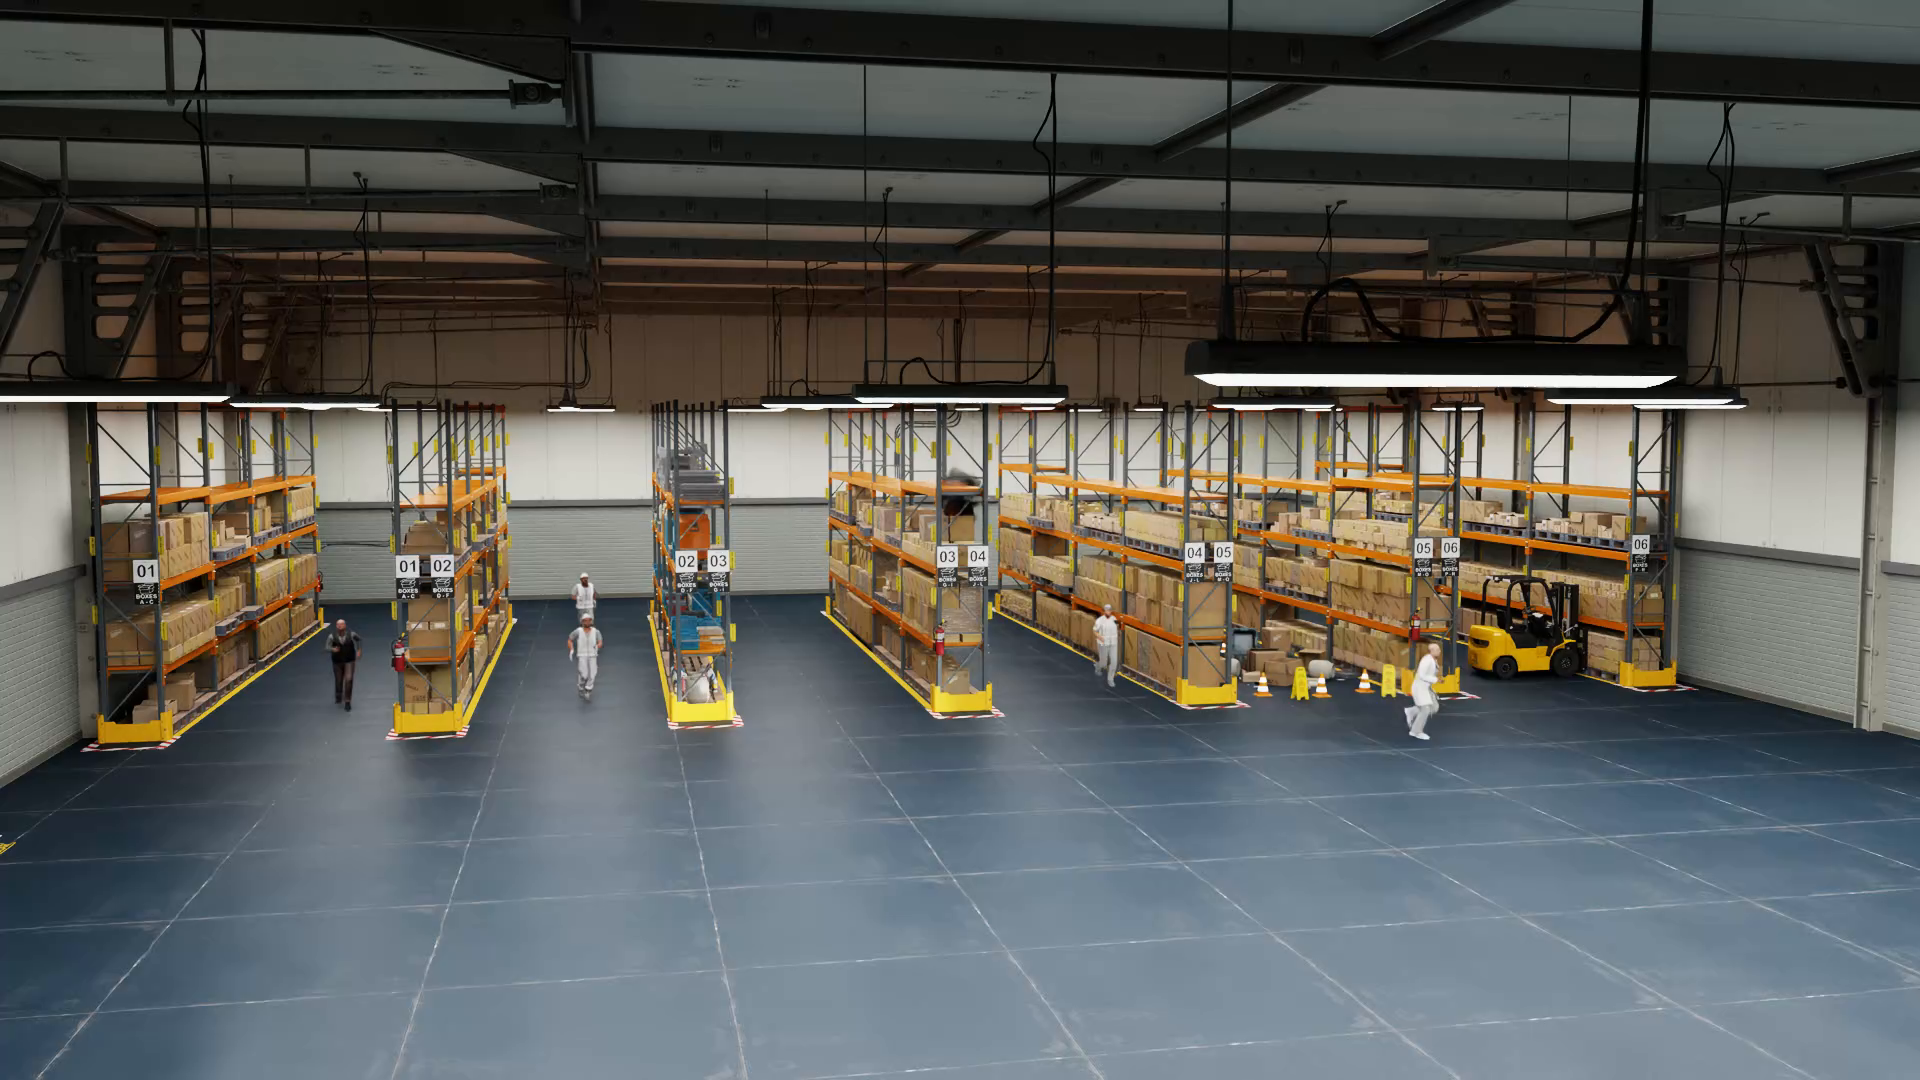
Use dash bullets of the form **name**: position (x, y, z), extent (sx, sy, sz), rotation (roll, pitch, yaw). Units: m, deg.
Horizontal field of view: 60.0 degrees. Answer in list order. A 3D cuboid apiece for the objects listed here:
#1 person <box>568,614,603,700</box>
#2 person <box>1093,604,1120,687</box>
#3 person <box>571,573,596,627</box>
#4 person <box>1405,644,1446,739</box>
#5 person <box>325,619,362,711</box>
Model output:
- **person**: position (-7.425, 2.342, 33.120), extent (0.664, 1.739, 0.603), rotation (-2, 5, -25)
- **person**: position (3.009, 2.144, 34.022), extent (0.607, 1.645, 0.769), rotation (-1, 4, -16)
- **person**: position (-9.327, 1.733, 41.287), extent (0.658, 1.840, 0.790), rotation (-1, 5, -19)
- **person**: position (8.245, 2.672, 29.342), extent (0.695, 1.723, 0.687), rotation (3, 5, 37)
- **person**: position (-12.024, 2.423, 32.451), extent (0.662, 1.776, 0.903), rotation (-1, 4, -17)
